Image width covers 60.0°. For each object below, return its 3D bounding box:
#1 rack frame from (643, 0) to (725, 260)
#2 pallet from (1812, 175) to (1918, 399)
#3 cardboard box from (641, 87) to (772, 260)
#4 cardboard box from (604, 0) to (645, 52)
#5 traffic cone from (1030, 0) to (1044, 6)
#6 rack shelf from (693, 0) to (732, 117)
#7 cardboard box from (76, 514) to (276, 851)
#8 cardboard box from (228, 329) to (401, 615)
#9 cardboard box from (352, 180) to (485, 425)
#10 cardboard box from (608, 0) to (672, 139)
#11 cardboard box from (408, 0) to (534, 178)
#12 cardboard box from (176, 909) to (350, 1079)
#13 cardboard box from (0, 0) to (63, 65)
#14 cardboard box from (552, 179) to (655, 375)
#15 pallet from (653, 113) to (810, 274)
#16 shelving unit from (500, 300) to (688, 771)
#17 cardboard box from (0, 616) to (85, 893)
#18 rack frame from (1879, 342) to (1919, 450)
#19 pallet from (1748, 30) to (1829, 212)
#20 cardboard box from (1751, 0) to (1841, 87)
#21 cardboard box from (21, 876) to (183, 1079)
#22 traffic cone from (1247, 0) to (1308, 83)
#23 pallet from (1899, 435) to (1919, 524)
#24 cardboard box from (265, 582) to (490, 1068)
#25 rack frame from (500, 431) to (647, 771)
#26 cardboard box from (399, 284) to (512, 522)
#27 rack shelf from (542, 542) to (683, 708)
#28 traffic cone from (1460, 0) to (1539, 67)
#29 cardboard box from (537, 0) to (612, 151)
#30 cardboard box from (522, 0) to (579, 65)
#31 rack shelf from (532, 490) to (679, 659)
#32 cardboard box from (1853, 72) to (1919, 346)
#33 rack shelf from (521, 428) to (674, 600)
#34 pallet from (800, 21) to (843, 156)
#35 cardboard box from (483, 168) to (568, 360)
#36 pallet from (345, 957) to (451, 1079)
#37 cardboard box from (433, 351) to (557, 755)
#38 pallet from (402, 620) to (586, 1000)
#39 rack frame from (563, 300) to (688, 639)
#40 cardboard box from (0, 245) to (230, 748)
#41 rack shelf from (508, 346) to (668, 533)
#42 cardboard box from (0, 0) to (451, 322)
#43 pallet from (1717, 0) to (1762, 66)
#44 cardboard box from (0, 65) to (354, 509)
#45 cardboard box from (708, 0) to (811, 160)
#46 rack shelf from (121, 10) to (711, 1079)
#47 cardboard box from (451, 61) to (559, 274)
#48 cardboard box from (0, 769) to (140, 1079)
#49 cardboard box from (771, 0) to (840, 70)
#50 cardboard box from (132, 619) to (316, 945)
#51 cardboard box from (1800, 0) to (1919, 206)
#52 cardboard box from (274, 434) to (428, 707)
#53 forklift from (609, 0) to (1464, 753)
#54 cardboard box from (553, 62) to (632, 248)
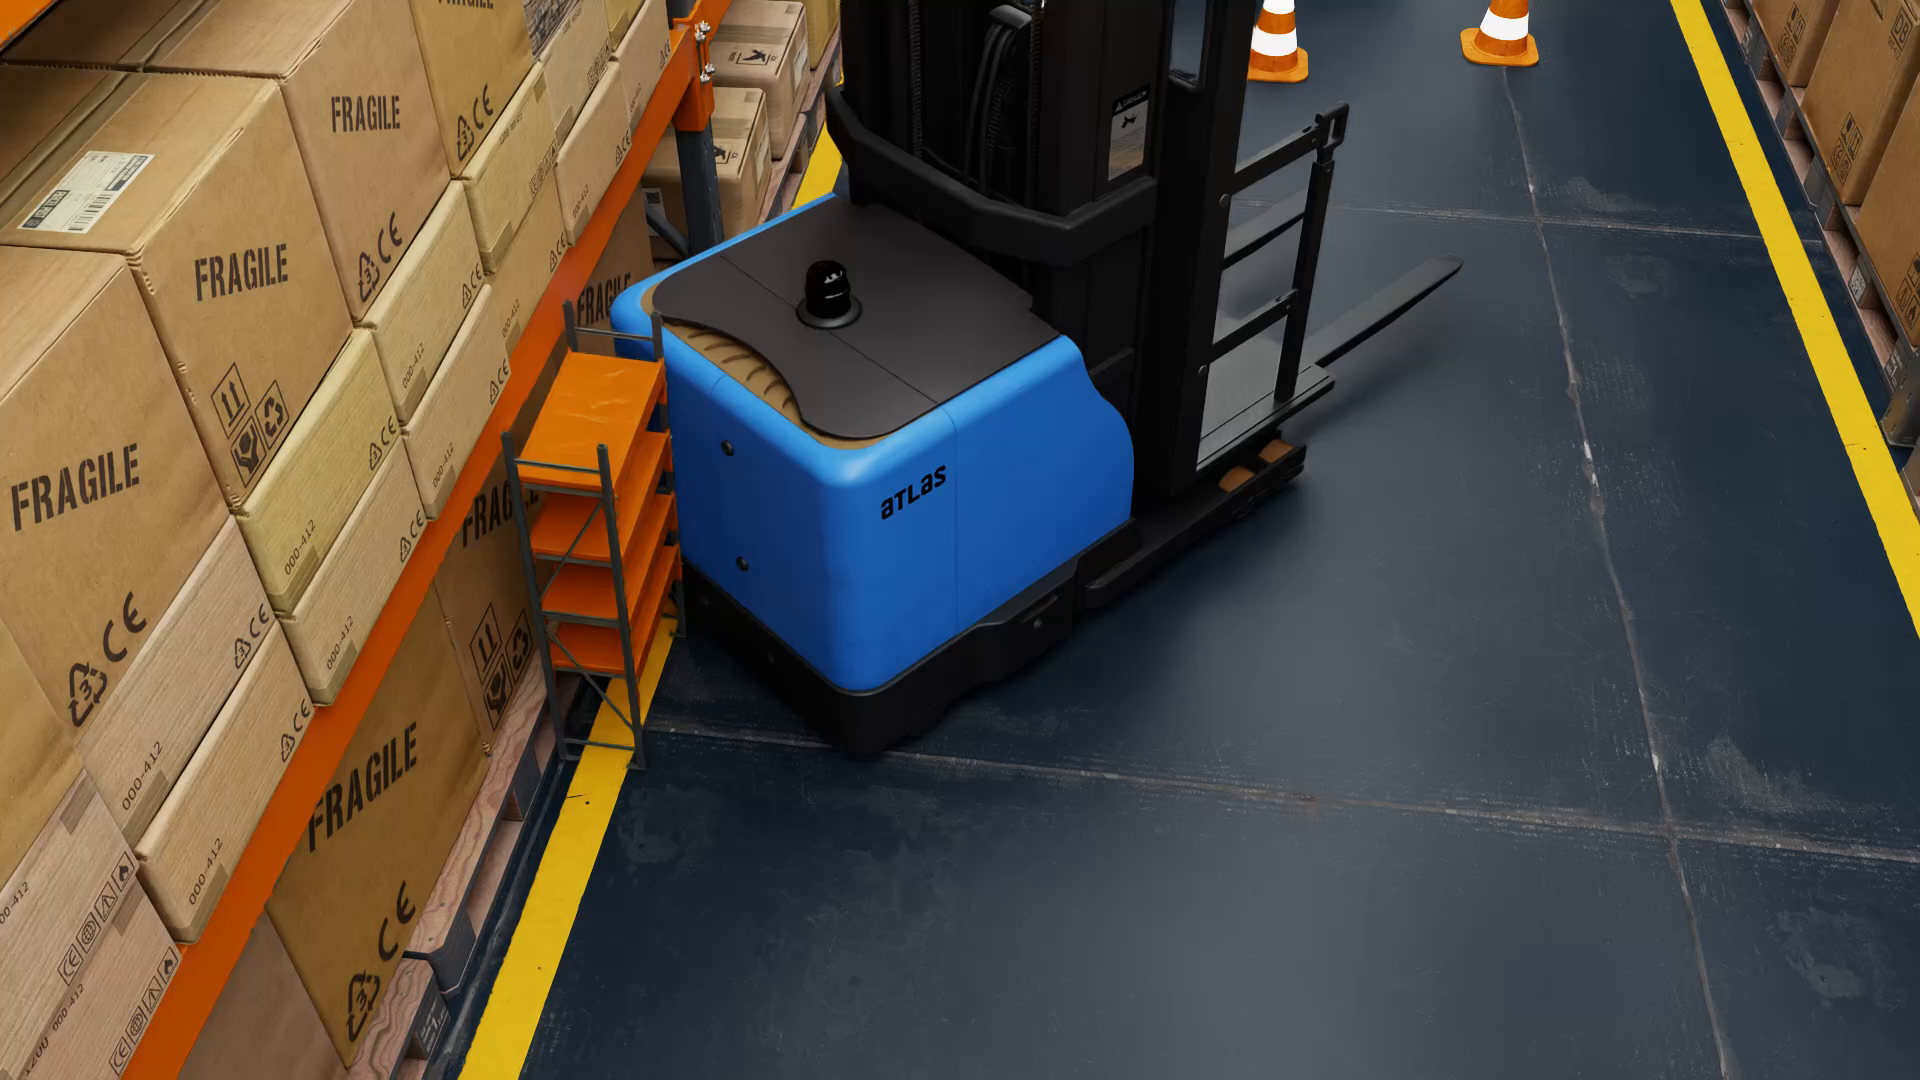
[{"bbox_3d":[-1.302,-1.777,4.945,1.000,3.000,0.127,5,44,6],"label":"rack frame"},{"bbox_3d":[3.797,-0.914,6.062,1.003,0.211,1.213,5,44,6],"label":"pallet"},{"bbox_3d":[-1.218,-1.360,6.110,0.950,0.372,0.625,3,43,3],"label":"cardboard box"},{"bbox_3d":[-1.115,-1.551,4.452,0.500,0.250,0.500,5,44,5],"label":"cardboard box"},{"bbox_3d":[0.450,-2.610,7.670,0.336,0.463,0.334,5,44,6],"label":"traffic cone"},{"bbox_3d":[-1.038,-2.879,6.632,1.077,0.370,4.000,5,44,6],"label":"rack shelf"},{"bbox_3d":[-1.452,0.190,2.614,0.500,0.250,0.500,6,44,6],"label":"cardboard box"},{"bbox_3d":[-1.359,-0.152,2.974,0.500,0.250,0.500,6,44,6],"label":"cardboard box"},{"bbox_3d":[-1.294,-0.497,3.338,0.500,0.250,0.500,4,44,4],"label":"cardboard box"},{"bbox_3d":[-1.112,-1.355,4.608,0.500,0.250,0.500,4,44,4],"label":"cardboard box"},{"bbox_3d":[-1.243,-1.112,3.443,0.500,0.500,0.500,5,44,6],"label":"cardboard box"},{"bbox_3d":[-1.828,1.138,3.106,0.875,0.875,0.875,6,44,7],"label":"cardboard box"},{"bbox_3d":[-1.820,-0.829,3.144,0.500,0.500,0.500,6,44,6],"label":"cardboard box"},{"bbox_3d":[-1.476,-0.695,5.042,0.875,0.875,0.875,5,44,5],"label":"cardboard box"},{"bbox_3d":[-1.198,-1.297,6.466,1.003,0.211,1.213,5,44,6],"label":"pallet"},{"bbox_3d":[-0.918,0.023,4.325,0.258,1.200,0.503,7,45,2],"label":"shelving unit"},{"bbox_3d":[-1.488,0.276,1.977,0.500,0.500,0.500,6,44,6],"label":"cardboard box"},{"bbox_3d":[3.618,-1.396,4.543,1.000,3.000,0.127,5,44,6],"label":"rack frame"},{"bbox_3d":[3.960,-1.743,6.937,1.003,0.211,1.213,5,44,6],"label":"pallet"},{"bbox_3d":[4.022,-2.369,6.902,1.050,0.750,0.750,5,44,6],"label":"cardboard box"},{"bbox_3d":[-1.511,0.727,2.409,0.500,0.250,0.500,4,44,5],"label":"cardboard box"},{"bbox_3d":[1.403,-2.321,7.365,0.336,0.463,0.334,5,44,6],"label":"traffic cone"},{"bbox_3d":[3.513,0.149,4.939,1.003,0.211,1.213,5,44,6],"label":"pallet"},{"bbox_3d":[-1.717,0.522,3.757,0.875,0.875,0.875,6,44,7],"label":"cardboard box"},{"bbox_3d":[-0.947,0.195,4.154,0.240,1.200,0.015,7,45,2],"label":"rack frame"},{"bbox_3d":[-1.286,-0.313,3.508,0.500,0.250,0.500,5,44,5],"label":"cardboard box"},{"bbox_3d":[-0.934,0.209,4.515,0.258,0.148,0.480,7,45,2],"label":"rack shelf"},{"bbox_3d":[2.472,-2.424,7.474,0.336,0.463,0.334,5,44,6],"label":"traffic cone"},{"bbox_3d":[-1.179,-1.201,4.083,0.500,0.250,0.500,4,44,4],"label":"cardboard box"},{"bbox_3d":[-1.171,-1.450,3.800,0.500,0.500,0.500,6,44,6],"label":"cardboard box"},{"bbox_3d":[-0.922,0.070,4.373,0.258,0.148,0.480,7,45,2],"label":"rack shelf"},{"bbox_3d":[3.787,-1.139,5.602,1.050,0.750,0.750,5,44,5],"label":"cardboard box"},{"bbox_3d":[-0.909,-0.086,4.214,0.258,0.148,0.480,7,45,2],"label":"rack shelf"},{"bbox_3d":[-1.034,-2.126,7.342,1.003,0.211,1.213,5,44,6],"label":"pallet"},{"bbox_3d":[-1.246,-0.663,3.878,0.500,0.250,0.500,5,44,5],"label":"cardboard box"},{"bbox_3d":[-1.804,1.429,3.588,1.003,0.211,1.213,5,44,6],"label":"pallet"},{"bbox_3d":[-1.598,-0.088,4.401,0.875,0.875,0.875,6,44,6],"label":"cardboard box"},{"bbox_3d":[-1.645,0.595,4.468,1.003,0.211,1.213,5,44,6],"label":"pallet"},{"bbox_3d":[-0.890,-0.148,4.496,0.240,1.200,0.015,7,45,2],"label":"rack frame"},{"bbox_3d":[-1.448,-0.074,2.346,0.500,0.500,0.500,5,44,5],"label":"cardboard box"},{"bbox_3d":[-0.894,-0.252,4.046,0.258,0.148,0.480,7,45,2],"label":"rack shelf"},{"bbox_3d":[-1.317,-0.768,3.079,0.500,0.500,0.500,5,44,5],"label":"cardboard box"},{"bbox_3d":[4.119,-2.577,7.818,1.003,0.211,1.213,5,44,6],"label":"pallet"},{"bbox_3d":[-1.379,-0.415,2.707,0.500,0.500,0.500,4,44,4],"label":"cardboard box"},{"bbox_3d":[-1.128,-1.863,6.642,0.950,0.372,0.625,4,44,5],"label":"cardboard box"},{"bbox_3d":[-1.567,-0.153,3.753,1.077,0.370,4.000,5,44,6],"label":"rack shelf"},{"bbox_3d":[-1.226,-0.851,3.712,0.500,0.250,0.500,4,44,4],"label":"cardboard box"},{"bbox_3d":[-1.493,0.548,2.236,0.500,0.250,0.500,4,44,4],"label":"cardboard box"},{"bbox_3d":[-1.022,-2.380,7.187,0.950,0.372,0.625,7,44,7],"label":"cardboard box"},{"bbox_3d":[-1.444,0.375,2.782,0.500,0.250,0.500,4,44,4],"label":"cardboard box"},{"bbox_3d":[3.900,-1.735,6.231,1.050,0.750,0.750,6,44,6],"label":"cardboard box"},{"bbox_3d":[-1.361,0.027,3.149,0.500,0.250,0.500,5,44,5],"label":"cardboard box"},{"bbox_3d":[0.482,-1.372,4.567,3.031,2.935,1.130,-33,52,-30],"label":"forklift"},{"bbox_3d":[-1.164,-1.005,4.239,0.500,0.250,0.500,6,44,6],"label":"cardboard box"}]
